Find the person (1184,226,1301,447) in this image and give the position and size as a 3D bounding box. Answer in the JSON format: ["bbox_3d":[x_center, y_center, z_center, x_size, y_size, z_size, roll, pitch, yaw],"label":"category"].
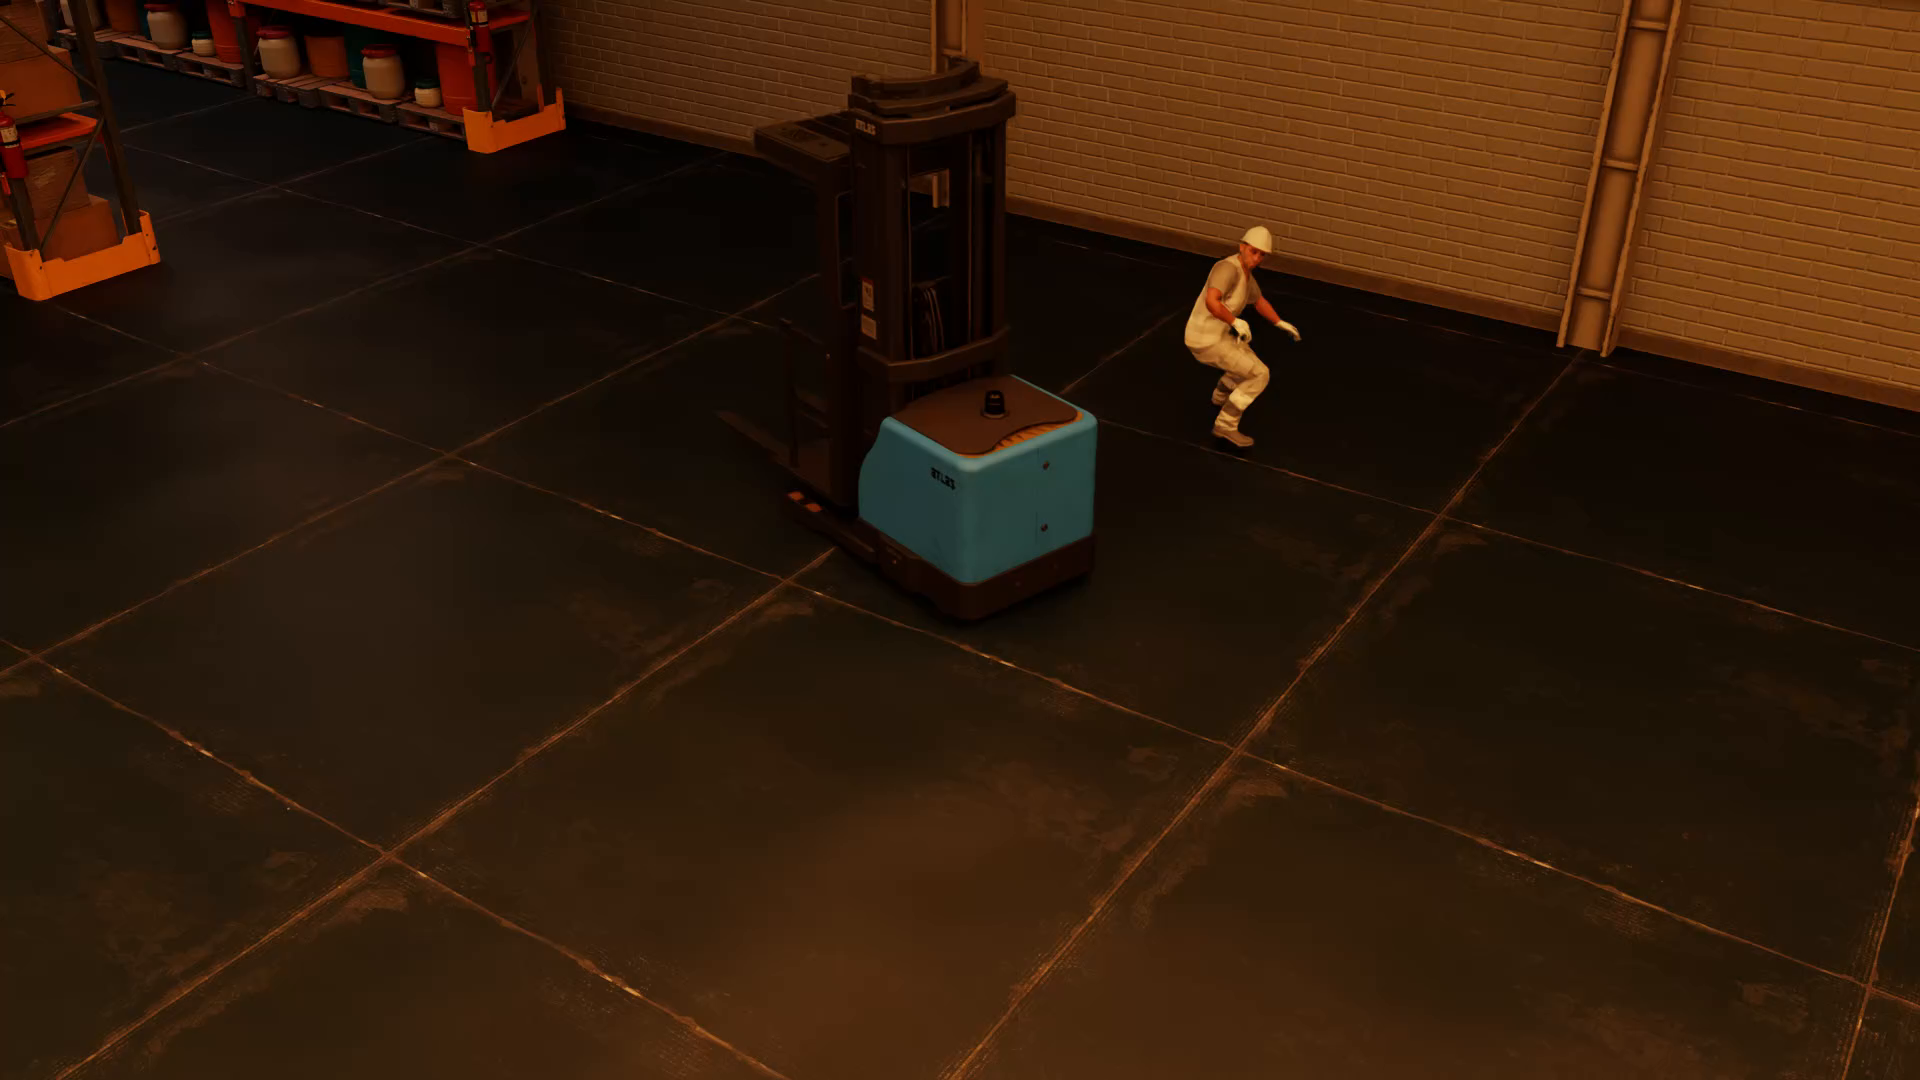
[{"bbox_3d":[1.954,-1.417,11.494,0.777,1.540,0.898,7,31,12],"label":"person"}]

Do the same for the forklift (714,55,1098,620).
[{"bbox_3d":[-0.504,-1.478,10.126,1.130,2.935,3.031,-22,37,-33],"label":"forklift"}]
